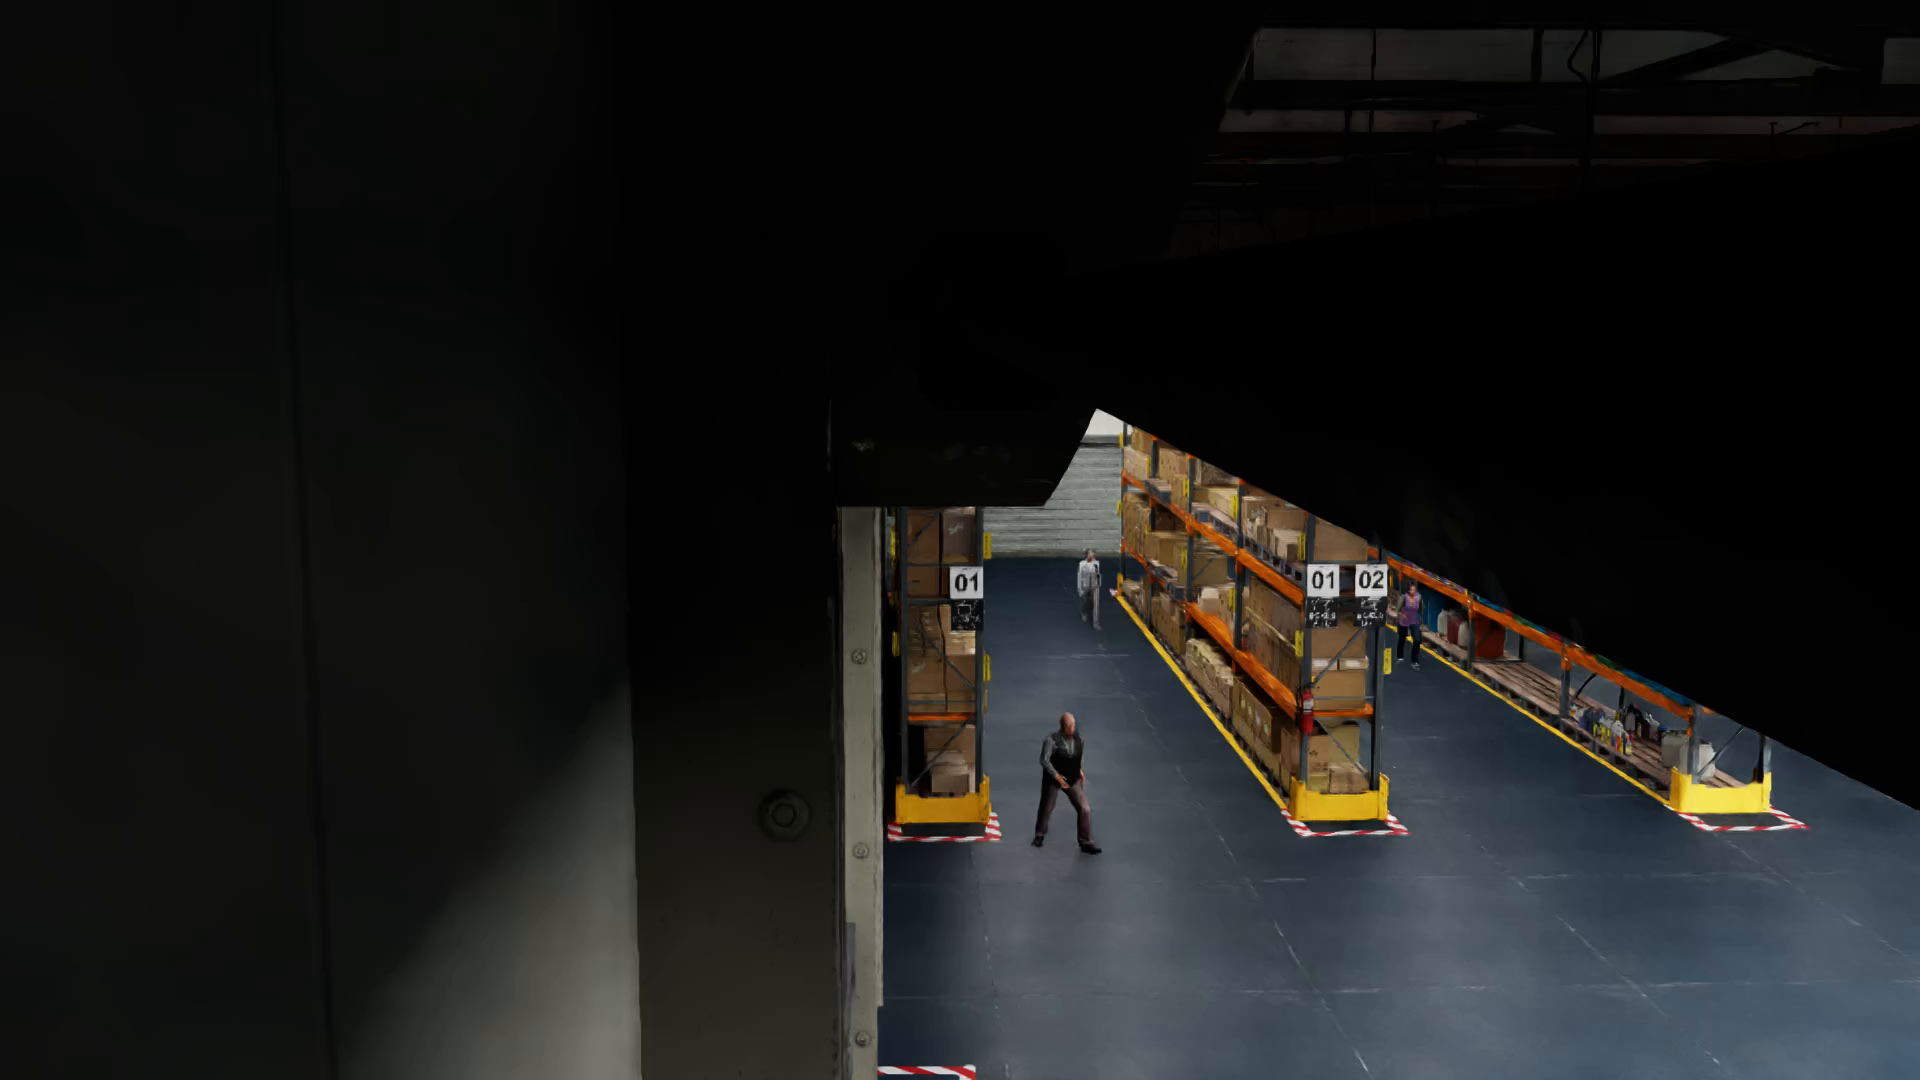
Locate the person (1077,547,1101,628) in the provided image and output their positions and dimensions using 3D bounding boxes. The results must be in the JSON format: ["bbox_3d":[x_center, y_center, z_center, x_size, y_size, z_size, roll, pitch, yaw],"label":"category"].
[{"bbox_3d":[2.556,0.909,32.897,0.495,1.589,1.086,0,8,0],"label":"person"}]

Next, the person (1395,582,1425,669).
[{"bbox_3d":[7.915,1.483,29.289,0.562,1.499,0.815,1,8,4],"label":"person"}]

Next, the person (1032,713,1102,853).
[{"bbox_3d":[1.204,2.795,19.357,0.688,1.659,0.825,-3,9,-20],"label":"person"}]

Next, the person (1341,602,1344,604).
[{"bbox_3d":[7.218,0.970,32.200,0.682,1.715,0.534,-1,8,-4],"label":"person"}]
